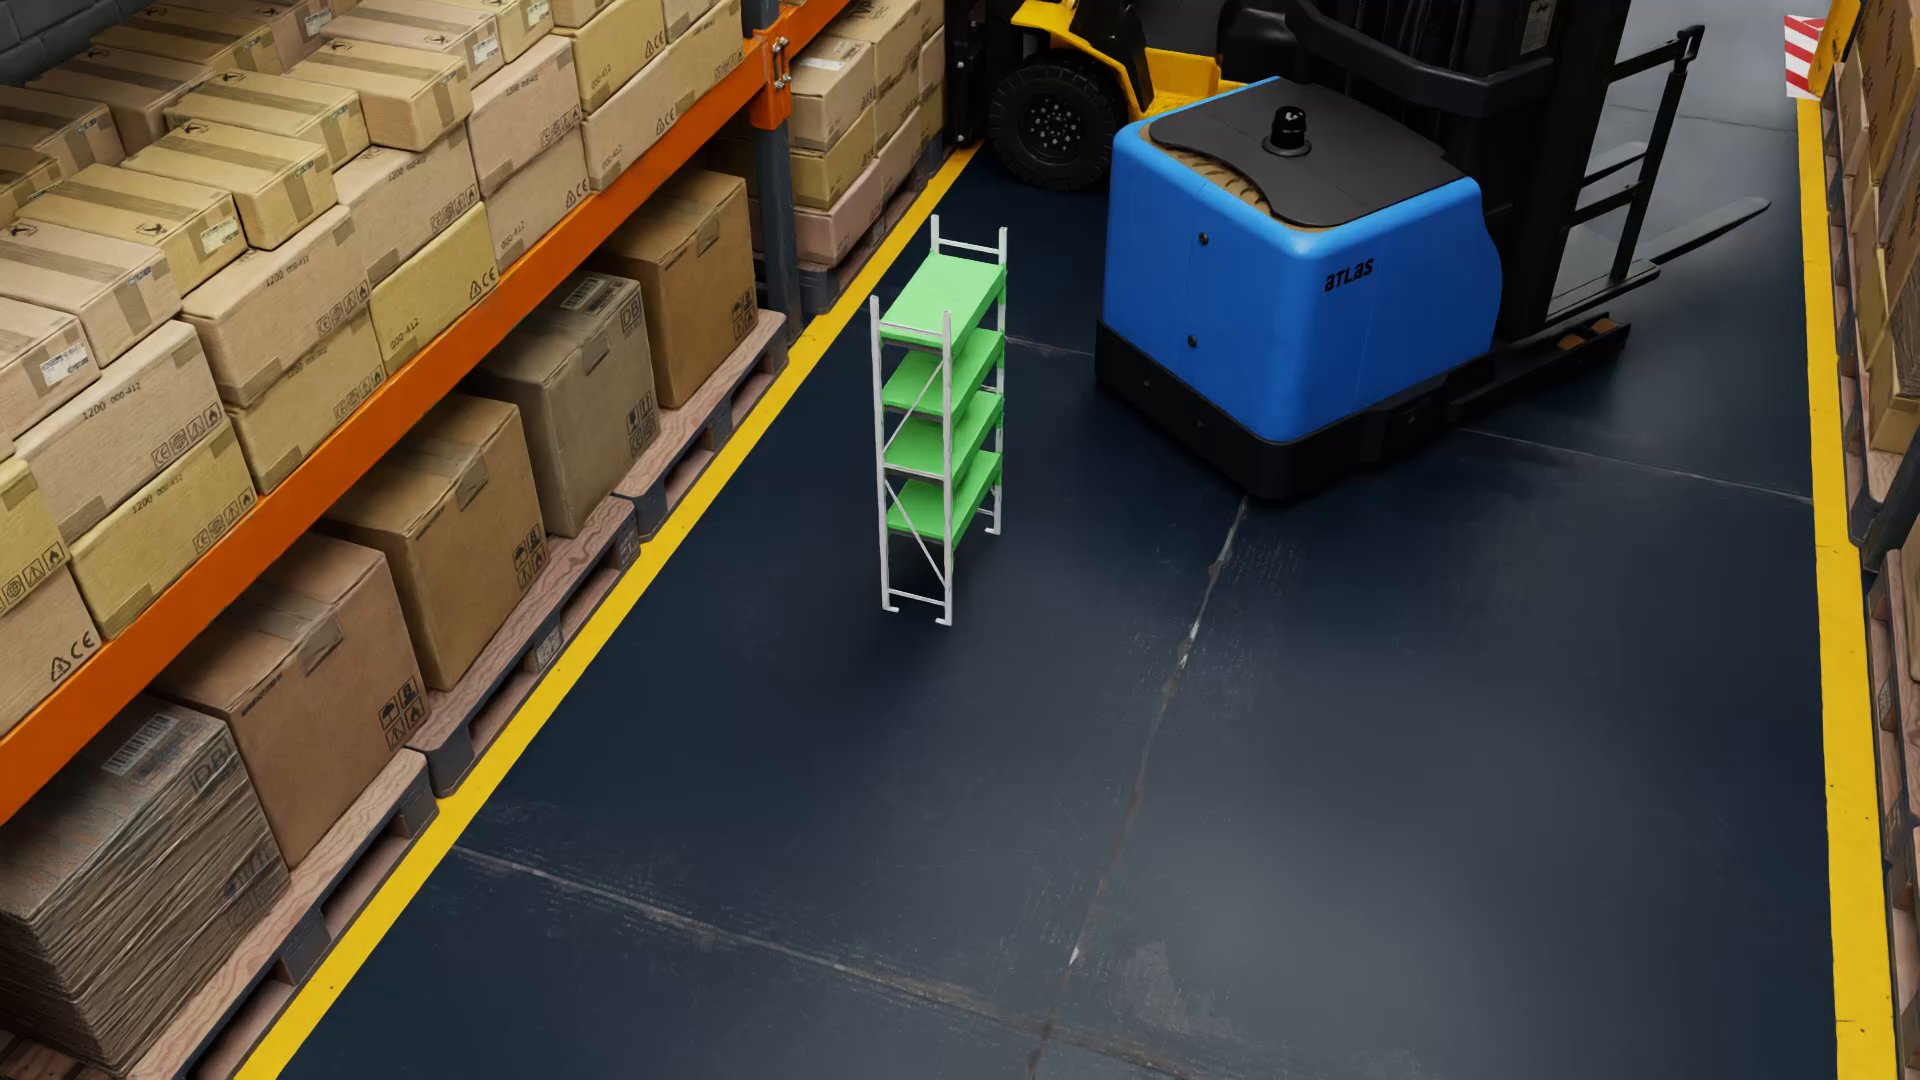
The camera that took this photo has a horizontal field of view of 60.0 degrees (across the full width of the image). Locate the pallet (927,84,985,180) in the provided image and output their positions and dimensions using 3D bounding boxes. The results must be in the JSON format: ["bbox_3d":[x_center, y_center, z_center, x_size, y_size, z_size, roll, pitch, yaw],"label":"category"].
[{"bbox_3d":[-0.399,-2.219,8.188,1.003,0.211,1.213,13,42,15],"label":"pallet"}]

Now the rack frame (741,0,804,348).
[{"bbox_3d":[-1.125,-2.058,5.851,1.000,3.000,0.127,13,42,15],"label":"rack frame"}]

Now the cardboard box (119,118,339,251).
[{"bbox_3d":[-1.676,-0.821,3.825,0.380,0.149,0.250,14,42,16],"label":"cardboard box"}]

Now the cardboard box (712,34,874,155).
[{"bbox_3d":[-0.665,-1.777,6.546,0.500,0.250,0.500,13,42,14],"label":"cardboard box"}]

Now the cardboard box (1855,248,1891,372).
[{"bbox_3d":[3.663,-0.819,6.194,0.500,0.250,0.500,12,42,14],"label":"cardboard box"}]

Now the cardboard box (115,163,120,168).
[{"bbox_3d":[-2.254,-0.704,3.994,0.500,0.250,0.500,13,42,15],"label":"cardboard box"}]

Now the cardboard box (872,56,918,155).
[{"bbox_3d":[-0.500,-1.896,7.071,0.500,0.250,0.500,13,42,15],"label":"cardboard box"}]

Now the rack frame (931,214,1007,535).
[{"bbox_3d":[0.027,-0.504,5.417,0.240,1.200,0.015,13,42,15],"label":"rack frame"}]

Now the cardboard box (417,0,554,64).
[{"bbox_3d":[-1.352,-1.450,4.562,0.380,0.149,0.250,12,42,14],"label":"cardboard box"}]

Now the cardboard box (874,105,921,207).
[{"bbox_3d":[-0.490,-1.706,7.234,0.500,0.250,0.500,12,42,14],"label":"cardboard box"}]

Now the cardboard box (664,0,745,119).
[{"bbox_3d":[-1.052,-1.635,5.471,0.500,0.250,0.500,14,42,16],"label":"cardboard box"}]

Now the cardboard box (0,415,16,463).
[{"bbox_3d":[-2.017,-0.195,3.090,0.380,0.149,0.250,14,42,16],"label":"cardboard box"}]

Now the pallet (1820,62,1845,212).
[{"bbox_3d":[4.571,-1.803,7.701,1.003,0.211,1.213,13,42,15],"label":"pallet"}]

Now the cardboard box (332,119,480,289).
[{"bbox_3d":[-1.593,-0.905,4.230,0.500,0.250,0.500,14,42,16],"label":"cardboard box"}]

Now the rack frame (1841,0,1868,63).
[{"bbox_3d":[4.908,-3.398,7.422,1.000,3.000,0.127,13,42,15],"label":"rack frame"}]

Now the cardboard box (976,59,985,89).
[{"bbox_3d":[-0.136,-2.328,7.963,0.500,0.250,0.500,15,43,16],"label":"cardboard box"}]

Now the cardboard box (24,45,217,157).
[{"bbox_3d":[-2.065,-1.087,4.136,0.380,0.149,0.250,14,43,16],"label":"cardboard box"}]

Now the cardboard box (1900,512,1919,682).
[{"bbox_3d":[3.363,0.202,4.903,0.950,0.372,0.625,14,42,16],"label":"cardboard box"}]

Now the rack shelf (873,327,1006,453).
[{"bbox_3d":[-0.057,-0.489,5.128,0.258,0.148,0.480,13,42,15],"label":"rack shelf"}]

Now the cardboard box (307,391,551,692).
[{"bbox_3d":[-1.821,-0.063,5.018,0.875,0.625,0.625,12,42,13],"label":"cardboard box"}]

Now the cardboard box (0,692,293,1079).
[{"bbox_3d":[-2.267,0.748,4.068,0.875,0.625,0.625,15,43,16],"label":"cardboard box"}]

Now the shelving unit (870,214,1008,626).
[{"bbox_3d":[-0.057,-0.355,5.242,0.258,1.200,0.503,13,42,15],"label":"shelving unit"}]

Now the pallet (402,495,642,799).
[{"bbox_3d":[-1.756,0.208,5.344,1.003,0.211,1.213,13,42,15],"label":"pallet"}]

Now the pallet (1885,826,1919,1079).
[{"bbox_3d":[2.860,1.324,4.035,1.003,0.211,1.213,13,42,15],"label":"pallet"}]

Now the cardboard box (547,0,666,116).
[{"bbox_3d":[-1.222,-1.519,4.950,0.500,0.250,0.500,12,42,14],"label":"cardboard box"}]

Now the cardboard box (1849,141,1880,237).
[{"bbox_3d":[4.016,-1.436,6.917,0.500,0.250,0.500,16,43,18],"label":"cardboard box"}]

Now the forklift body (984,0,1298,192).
[{"bbox_3d":[1.308,-2.613,7.155,2.313,2.155,1.214,13,42,15],"label":"forklift body"}]

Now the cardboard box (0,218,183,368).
[{"bbox_3d":[-1.876,-0.520,3.471,0.380,0.149,0.250,14,42,16],"label":"cardboard box"}]

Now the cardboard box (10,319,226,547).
[{"bbox_3d":[-1.940,-0.273,3.489,0.500,0.250,0.500,15,43,16],"label":"cardboard box"}]

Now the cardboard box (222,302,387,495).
[{"bbox_3d":[-1.766,-0.399,4.022,0.500,0.250,0.500,12,42,14],"label":"cardboard box"}]

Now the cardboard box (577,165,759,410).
[{"bbox_3d":[-1.293,-0.993,6.109,0.875,0.625,0.625,15,43,17],"label":"cardboard box"}]

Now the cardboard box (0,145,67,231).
[{"bbox_3d":[-2.261,-0.782,3.779,0.380,0.149,0.250,13,42,15],"label":"cardboard box"}]

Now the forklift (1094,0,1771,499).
[{"bbox_3d":[2.022,-2.010,5.848,3.031,2.935,1.130,-24,46,-25],"label":"forklift"}]

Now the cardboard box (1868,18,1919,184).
[{"bbox_3d":[4.011,-1.728,6.681,0.500,0.500,0.500,14,42,16],"label":"cardboard box"}]

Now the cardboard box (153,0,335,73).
[{"bbox_3d":[-1.933,-1.410,4.514,0.380,0.149,0.250,13,42,15],"label":"cardboard box"}]

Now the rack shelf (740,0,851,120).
[{"bbox_3d":[-0.442,-3.004,7.514,1.077,0.370,4.000,13,42,15],"label":"rack shelf"}]

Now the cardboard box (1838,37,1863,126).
[{"bbox_3d":[4.372,-2.081,7.673,0.500,0.250,0.500,13,42,15],"label":"cardboard box"}]

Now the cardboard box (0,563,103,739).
[{"bbox_3d":[-2.112,0.223,3.293,0.500,0.250,0.500,13,42,15],"label":"cardboard box"}]

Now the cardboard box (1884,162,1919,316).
[{"bbox_3d":[3.663,-1.088,5.932,0.500,0.500,0.500,14,42,16],"label":"cardboard box"}]

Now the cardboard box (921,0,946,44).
[{"bbox_3d":[-0.321,-2.393,7.268,0.500,0.250,0.500,15,43,17],"label":"cardboard box"}]

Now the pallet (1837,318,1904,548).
[{"bbox_3d":[3.737,-0.315,5.956,1.003,0.211,1.213,13,42,15],"label":"pallet"}]

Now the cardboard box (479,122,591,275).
[{"bbox_3d":[-1.417,-1.031,4.763,0.500,0.250,0.500,14,42,15],"label":"cardboard box"}]

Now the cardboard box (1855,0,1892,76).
[{"bbox_3d":[4.365,-2.352,7.412,0.500,0.500,0.500,12,42,14],"label":"cardboard box"}]

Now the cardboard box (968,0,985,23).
[{"bbox_3d":[-0.143,-2.508,7.788,0.500,0.250,0.500,13,42,15],"label":"cardboard box"}]

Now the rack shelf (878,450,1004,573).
[{"bbox_3d":[-0.057,-0.124,5.439,0.258,0.148,0.480,13,42,15],"label":"rack shelf"}]

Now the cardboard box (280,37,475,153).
[{"bbox_3d":[-1.461,-1.120,4.175,0.380,0.149,0.250,12,42,14],"label":"cardboard box"}]
